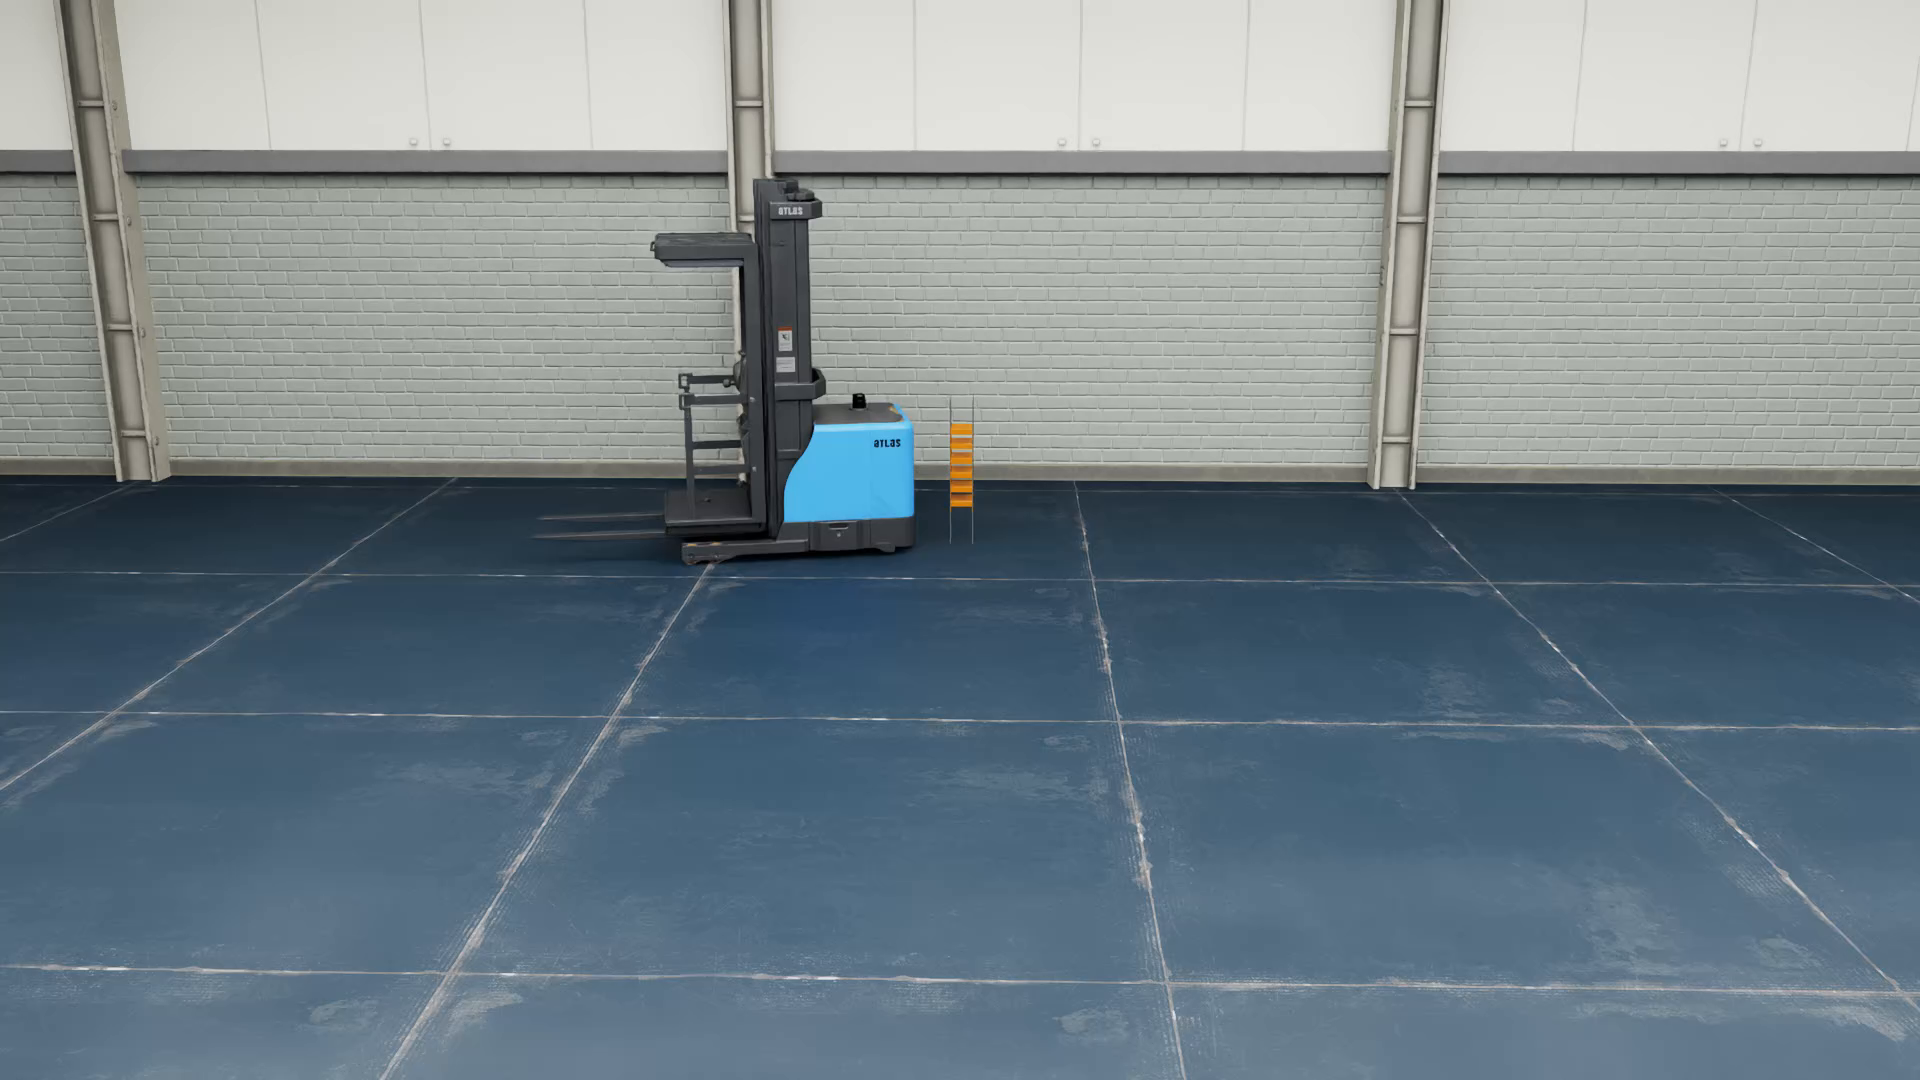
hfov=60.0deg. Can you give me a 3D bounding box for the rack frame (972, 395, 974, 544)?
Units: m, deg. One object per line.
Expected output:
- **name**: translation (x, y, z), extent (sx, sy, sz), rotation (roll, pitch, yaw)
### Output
- **rack frame**: translation (0.106, -0.579, 13.684), extent (0.006, 1.200, 0.240), rotation (0, 15, 1)

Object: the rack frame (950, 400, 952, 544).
- **rack frame**: translation (-0.077, -0.581, 13.689), extent (0.006, 1.200, 0.240), rotation (0, 15, 1)

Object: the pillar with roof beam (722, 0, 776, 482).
- **pillar with roof beam**: translation (-2.012, -3.814, 10.655), extent (0.400, 9.000, 9.100), rotation (0, 15, 1)

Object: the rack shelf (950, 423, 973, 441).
- **rack shelf**: translation (0.014, -0.885, 13.606), extent (0.180, 0.103, 0.258), rotation (0, 15, 1)

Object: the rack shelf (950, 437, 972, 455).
- **rack shelf**: translation (0.014, -0.769, 13.637), extent (0.180, 0.103, 0.258), rotation (0, 15, 1)

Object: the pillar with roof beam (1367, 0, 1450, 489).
- **pillar with roof beam**: translation (3.986, -3.775, 10.507), extent (0.400, 9.000, 9.100), rotation (0, 15, 1)

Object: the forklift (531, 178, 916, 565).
- **forklift**: translation (-1.922, -1.367, 13.277), extent (3.031, 2.935, 1.130), rotation (-2, 15, -9)

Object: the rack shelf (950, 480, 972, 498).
- **rack shelf**: translation (0.014, -0.421, 13.729), extent (0.180, 0.103, 0.258), rotation (0, 15, 1)

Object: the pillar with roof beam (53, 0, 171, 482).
- **pillar with roof beam**: translation (-8.010, -3.853, 10.803), extent (0.400, 9.000, 9.100), rotation (0, 15, 1)

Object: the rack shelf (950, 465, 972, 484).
- **rack shelf**: translation (0.014, -0.537, 13.698), extent (0.180, 0.103, 0.258), rotation (0, 15, 1)

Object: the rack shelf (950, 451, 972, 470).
- **rack shelf**: translation (0.014, -0.653, 13.667), extent (0.180, 0.103, 0.258), rotation (0, 15, 1)

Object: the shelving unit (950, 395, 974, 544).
- **shelving unit**: translation (0.014, -0.580, 13.687), extent (0.189, 1.200, 0.258), rotation (0, 15, 1)

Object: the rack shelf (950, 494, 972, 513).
- **rack shelf**: translation (0.014, -0.305, 13.759), extent (0.180, 0.103, 0.258), rotation (0, 15, 1)
